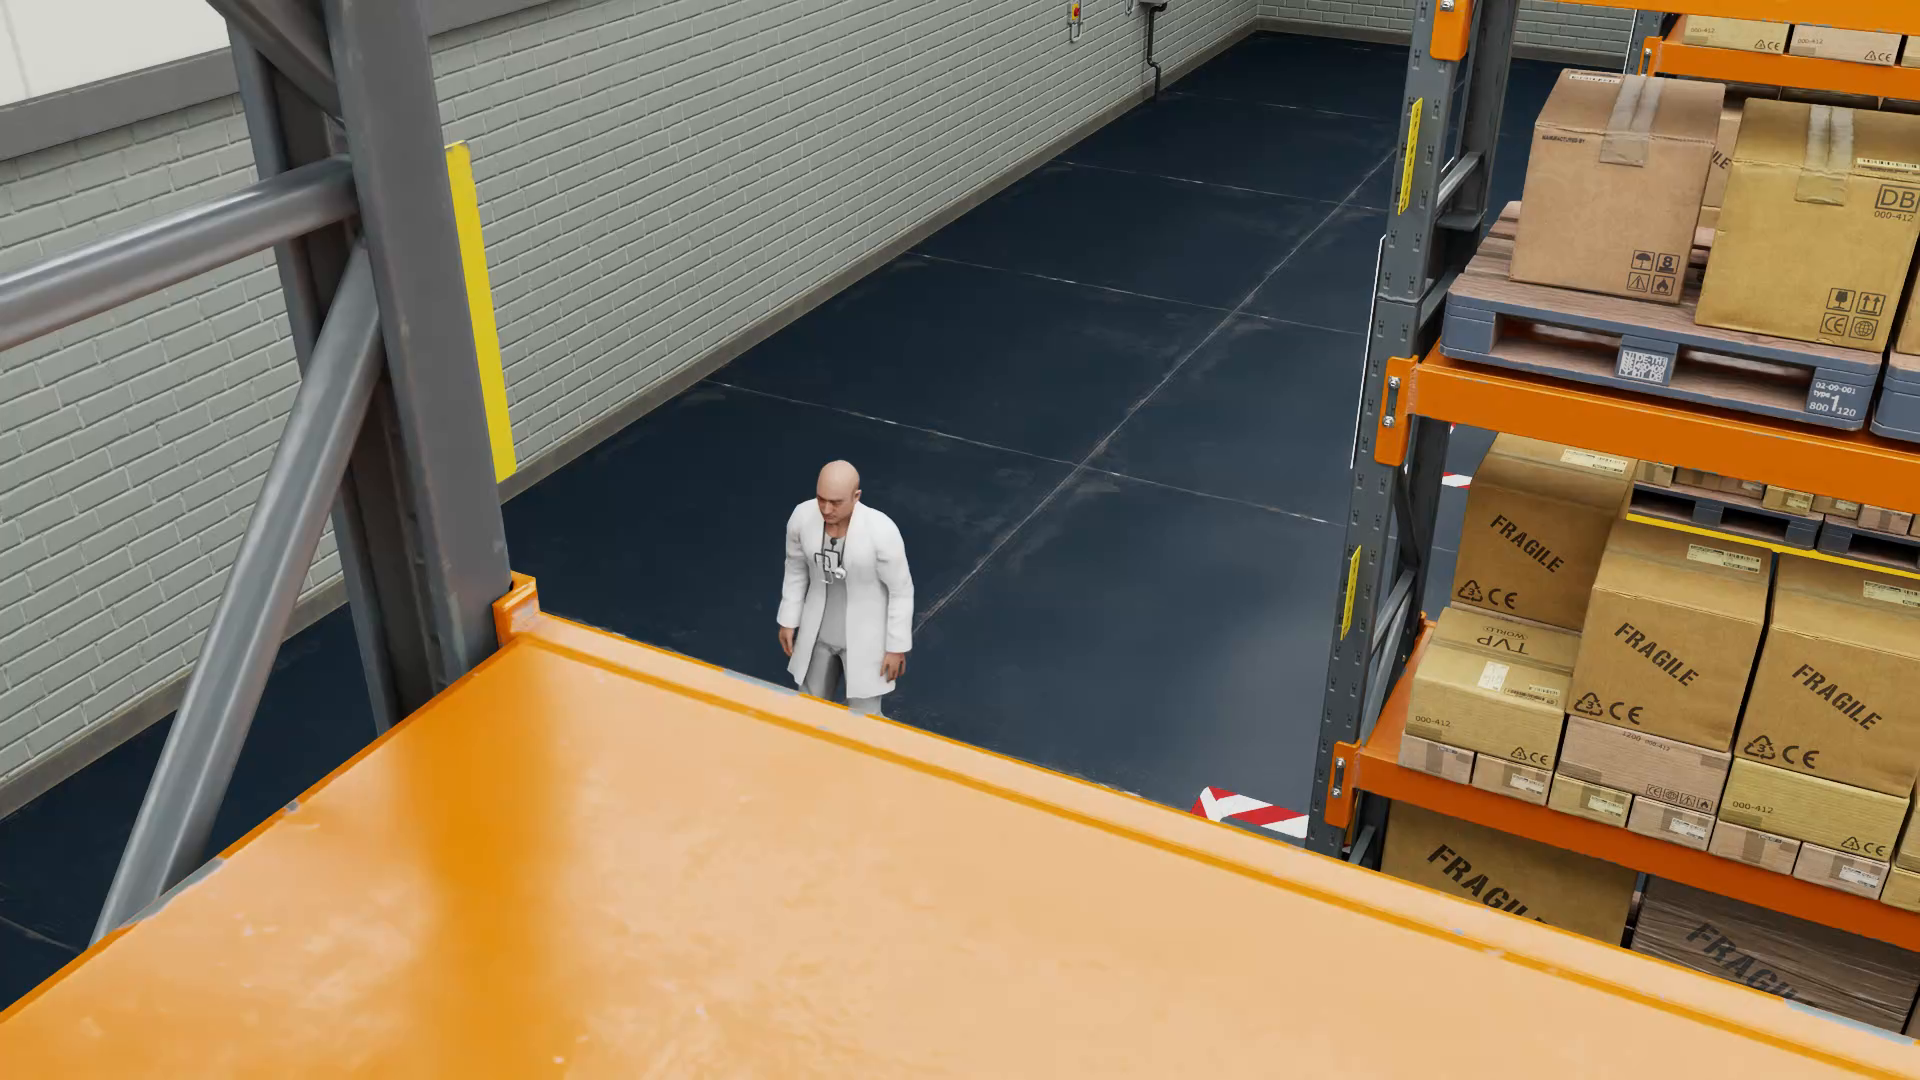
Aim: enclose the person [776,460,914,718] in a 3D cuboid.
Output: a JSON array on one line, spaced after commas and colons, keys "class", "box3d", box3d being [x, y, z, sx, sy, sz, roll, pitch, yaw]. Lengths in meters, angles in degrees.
[{"class": "person", "box3d": [-0.512, 0.429, 7.390, 0.654, 1.774, 0.421, 12, 32, 21]}]
